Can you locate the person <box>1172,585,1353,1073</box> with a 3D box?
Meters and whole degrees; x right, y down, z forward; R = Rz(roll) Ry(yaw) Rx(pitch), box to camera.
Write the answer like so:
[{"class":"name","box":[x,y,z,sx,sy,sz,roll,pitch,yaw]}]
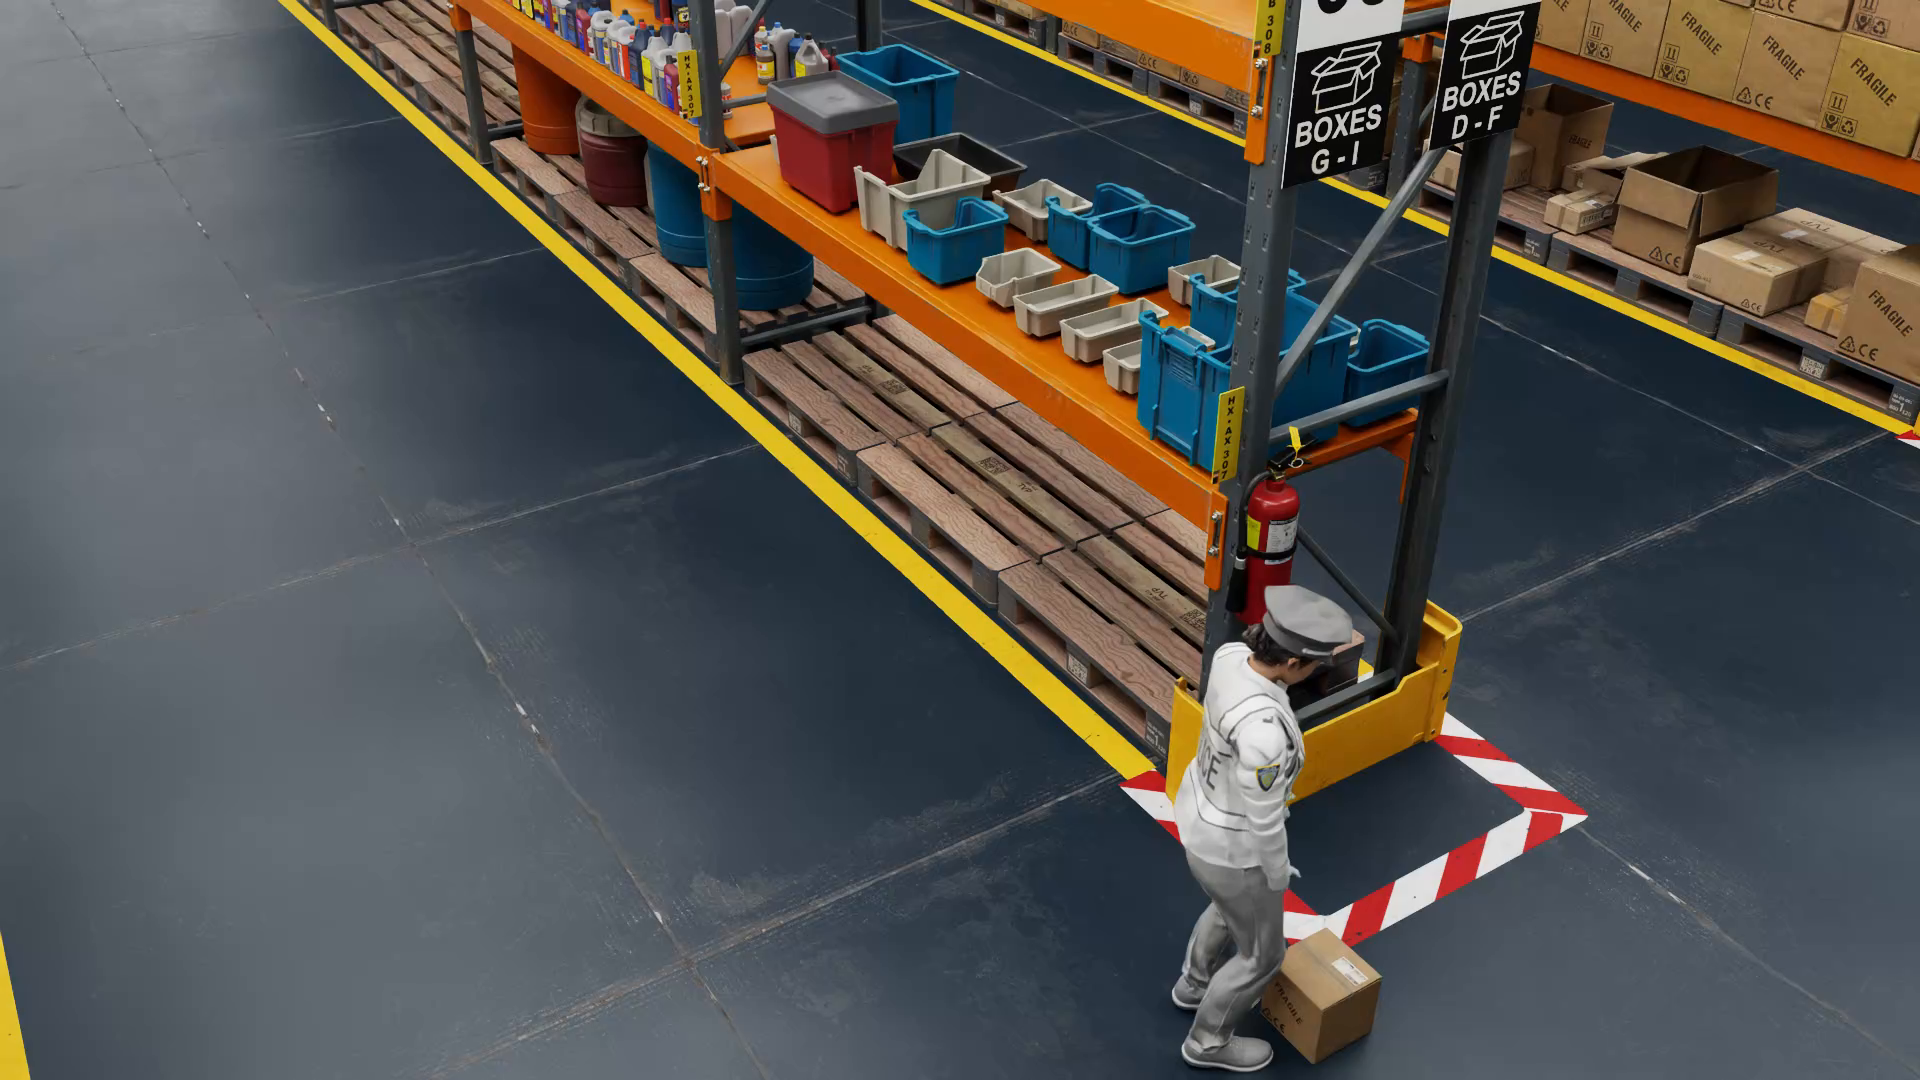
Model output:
[{"class":"person","box":[0.838,0.849,4.860,0.428,1.635,0.496,-1,33,-1]}]
